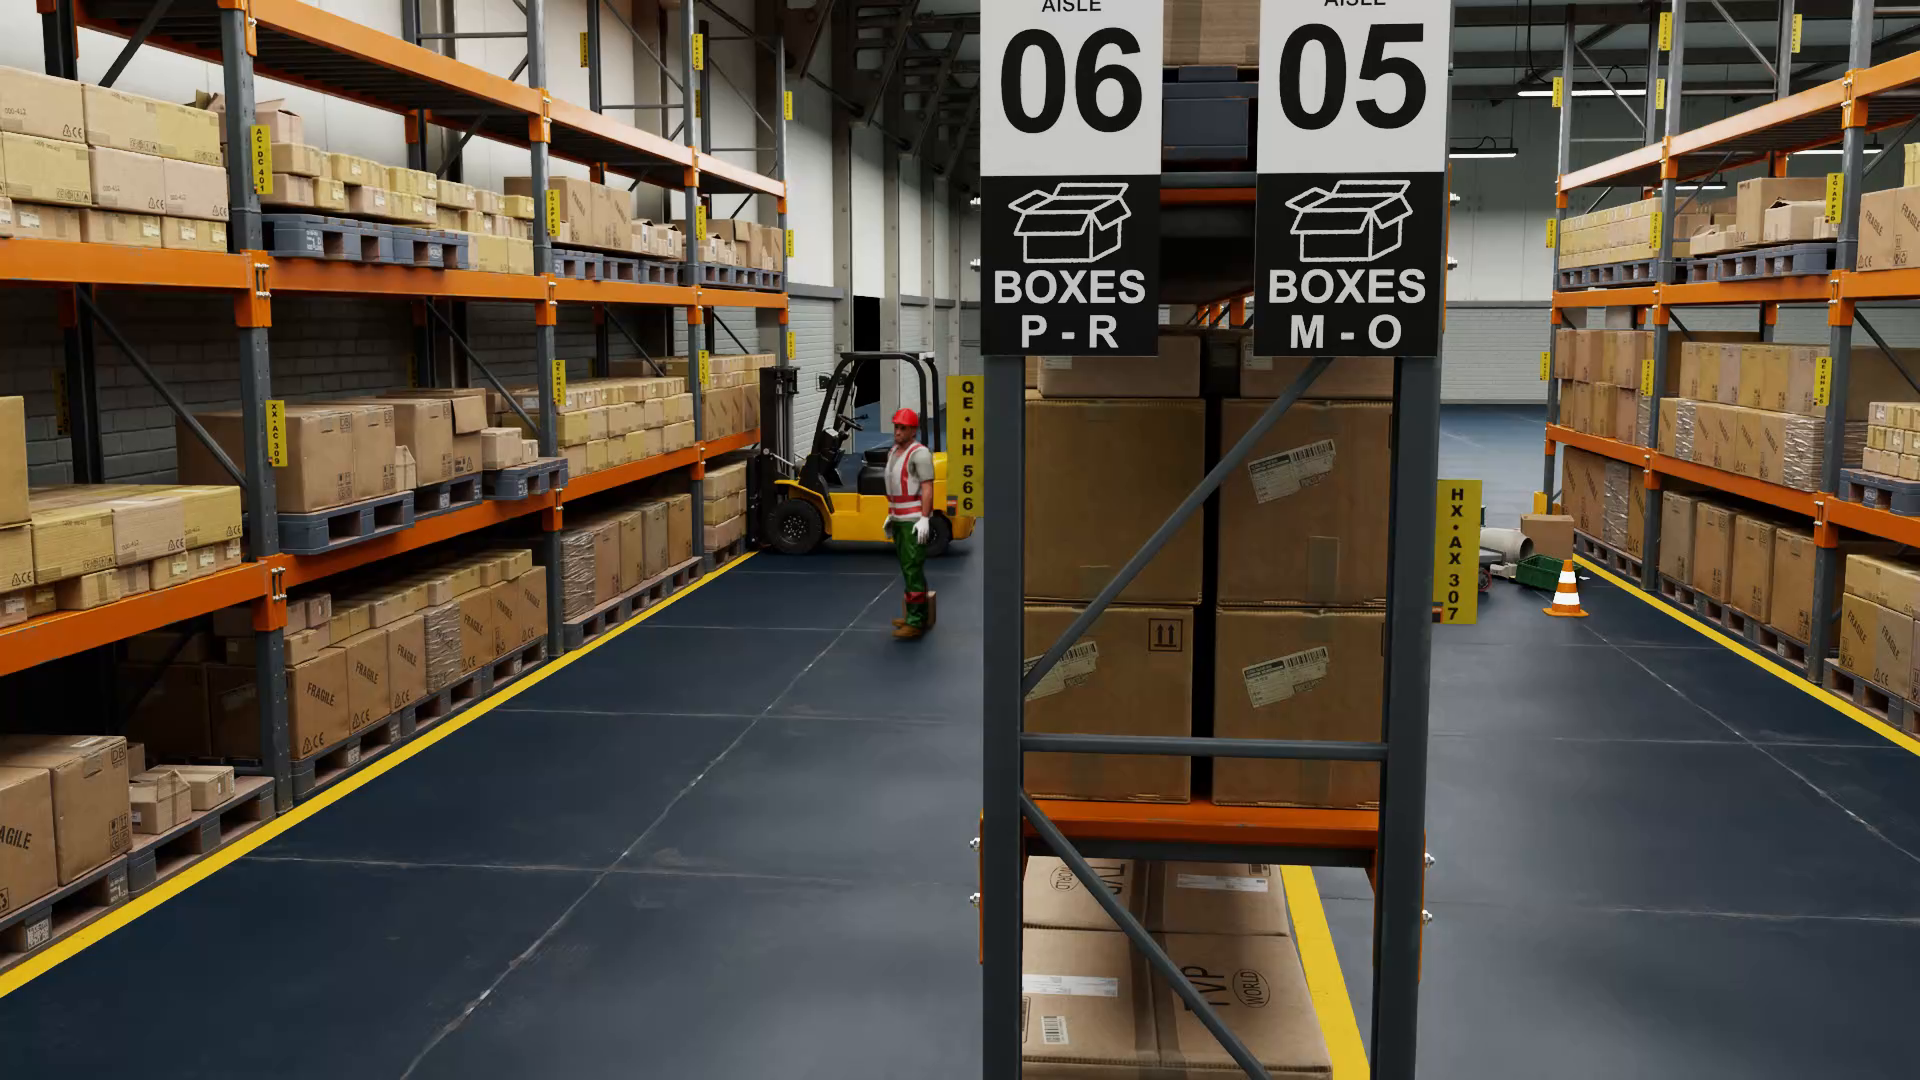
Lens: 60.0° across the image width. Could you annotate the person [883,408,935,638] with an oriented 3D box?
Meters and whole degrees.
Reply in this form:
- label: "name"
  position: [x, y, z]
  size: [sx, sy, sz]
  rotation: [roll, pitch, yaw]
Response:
- label: "person"
  position: [-0.424, -0.147, 13.150]
  size: [0.513, 1.789, 0.576]
  rotation: [-4, 9, -30]
